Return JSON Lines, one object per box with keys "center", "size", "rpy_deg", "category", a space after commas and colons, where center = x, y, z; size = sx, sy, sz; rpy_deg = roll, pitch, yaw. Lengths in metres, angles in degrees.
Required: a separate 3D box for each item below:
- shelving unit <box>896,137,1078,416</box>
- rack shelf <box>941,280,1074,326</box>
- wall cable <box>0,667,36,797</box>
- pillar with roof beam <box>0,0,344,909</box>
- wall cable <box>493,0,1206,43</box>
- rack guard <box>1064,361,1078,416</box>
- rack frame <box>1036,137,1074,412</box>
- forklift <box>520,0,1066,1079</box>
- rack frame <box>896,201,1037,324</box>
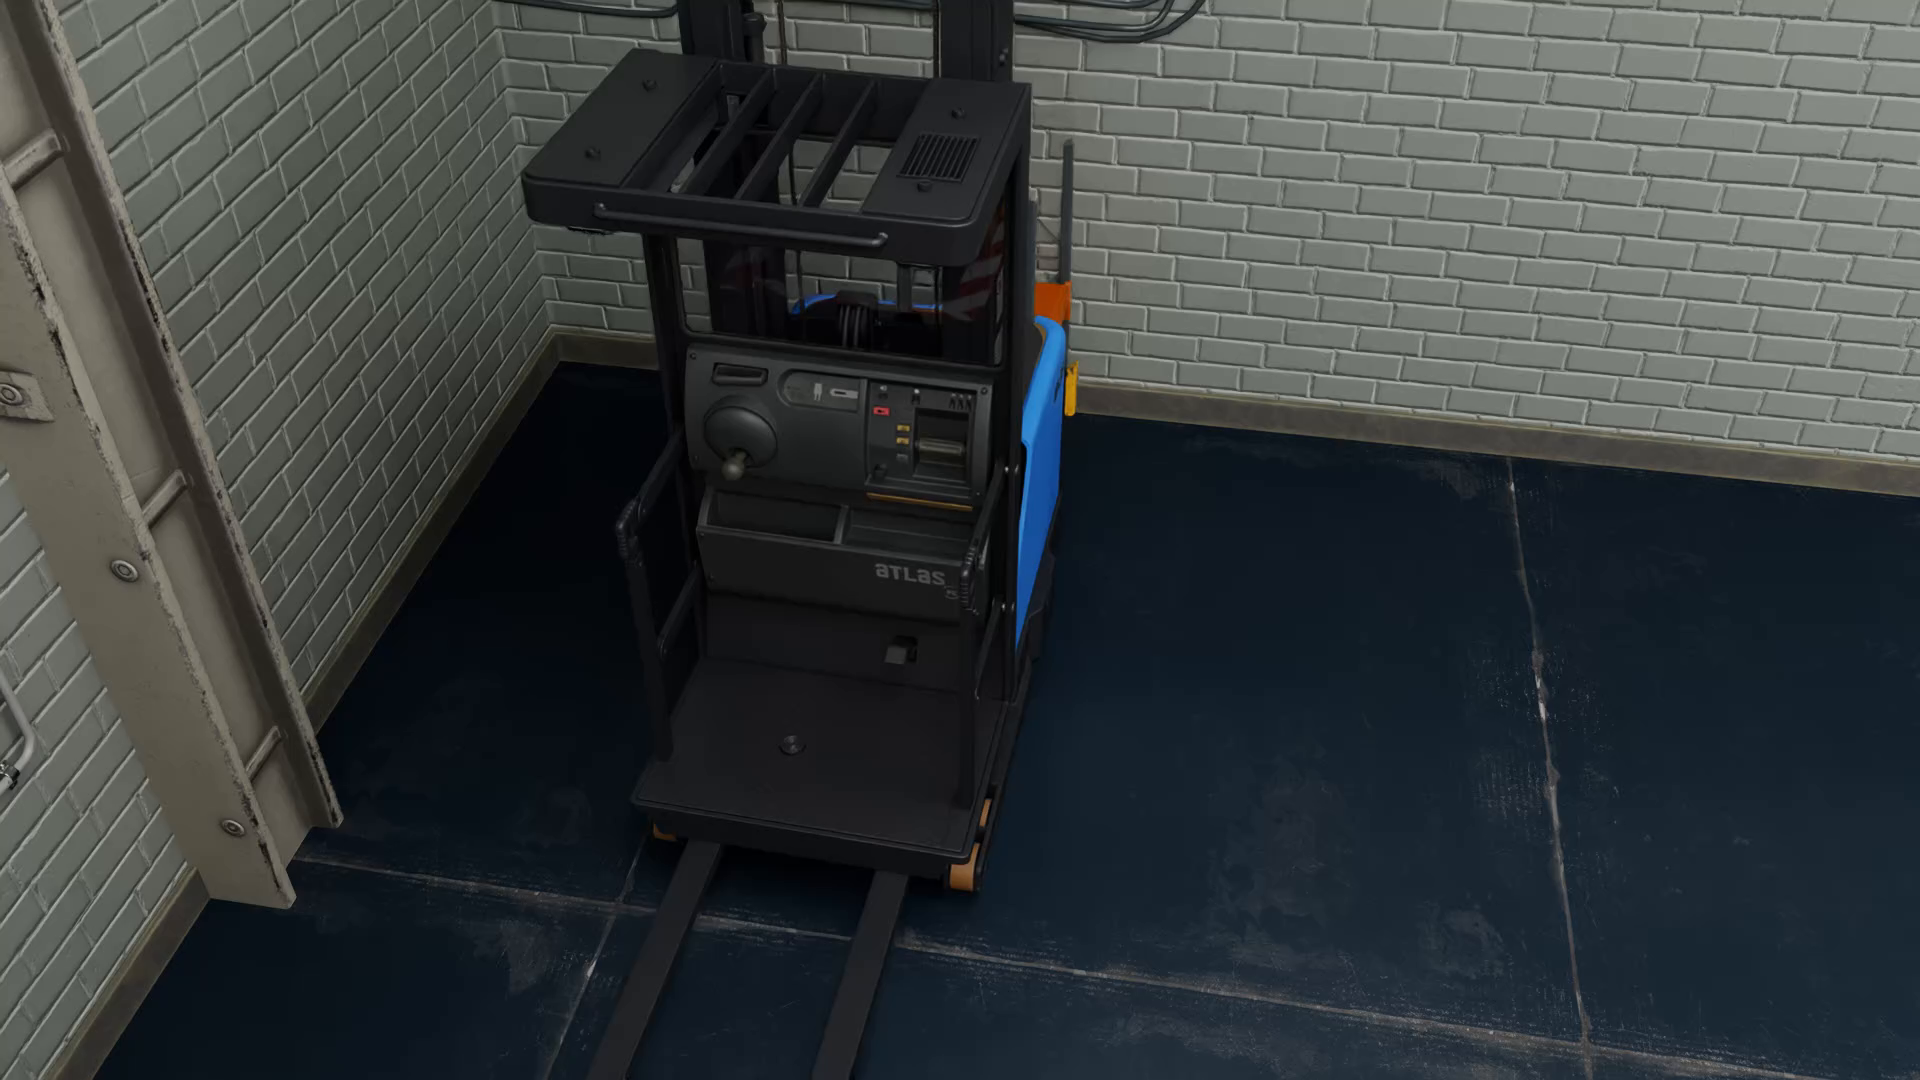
{"center": [0.125, -0.903, 6.637], "size": [0.587, 1.500, 1.083], "rpy_deg": [6, 38, 9], "category": "shelving unit"}
{"center": [0.125, -0.755, 6.739], "size": [0.538, 0.185, 1.000], "rpy_deg": [6, 38, 9], "category": "rack shelf"}
{"center": [-2.590, 0.375, 3.145], "size": [0.084, 1.984, 1.851], "rpy_deg": [6, 40, 8], "category": "wall cable"}
{"center": [1.975, -1.953, 2.050], "size": [9.100, 9.000, 0.400], "rpy_deg": [6, 40, 8], "category": "pillar with roof beam"}
{"center": [-0.549, -2.951, 5.694], "size": [3.097, 2.526, 0.112], "rpy_deg": [6, 40, 8], "category": "wall cable"}
{"center": [0.227, -0.706, 7.404], "size": [0.587, 0.250, 0.087], "rpy_deg": [6, 38, 9], "category": "rack guard"}
{"center": [0.221, -1.203, 7.025], "size": [0.500, 1.500, 0.032], "rpy_deg": [6, 38, 9], "category": "rack frame"}
{"center": [-0.408, -0.260, 4.764], "size": [1.130, 2.935, 3.031], "rpy_deg": [8, 40, 9], "category": "forklift"}
{"center": [0.025, -0.594, 6.235], "size": [0.500, 1.500, 0.032], "rpy_deg": [6, 38, 9], "category": "rack frame"}
